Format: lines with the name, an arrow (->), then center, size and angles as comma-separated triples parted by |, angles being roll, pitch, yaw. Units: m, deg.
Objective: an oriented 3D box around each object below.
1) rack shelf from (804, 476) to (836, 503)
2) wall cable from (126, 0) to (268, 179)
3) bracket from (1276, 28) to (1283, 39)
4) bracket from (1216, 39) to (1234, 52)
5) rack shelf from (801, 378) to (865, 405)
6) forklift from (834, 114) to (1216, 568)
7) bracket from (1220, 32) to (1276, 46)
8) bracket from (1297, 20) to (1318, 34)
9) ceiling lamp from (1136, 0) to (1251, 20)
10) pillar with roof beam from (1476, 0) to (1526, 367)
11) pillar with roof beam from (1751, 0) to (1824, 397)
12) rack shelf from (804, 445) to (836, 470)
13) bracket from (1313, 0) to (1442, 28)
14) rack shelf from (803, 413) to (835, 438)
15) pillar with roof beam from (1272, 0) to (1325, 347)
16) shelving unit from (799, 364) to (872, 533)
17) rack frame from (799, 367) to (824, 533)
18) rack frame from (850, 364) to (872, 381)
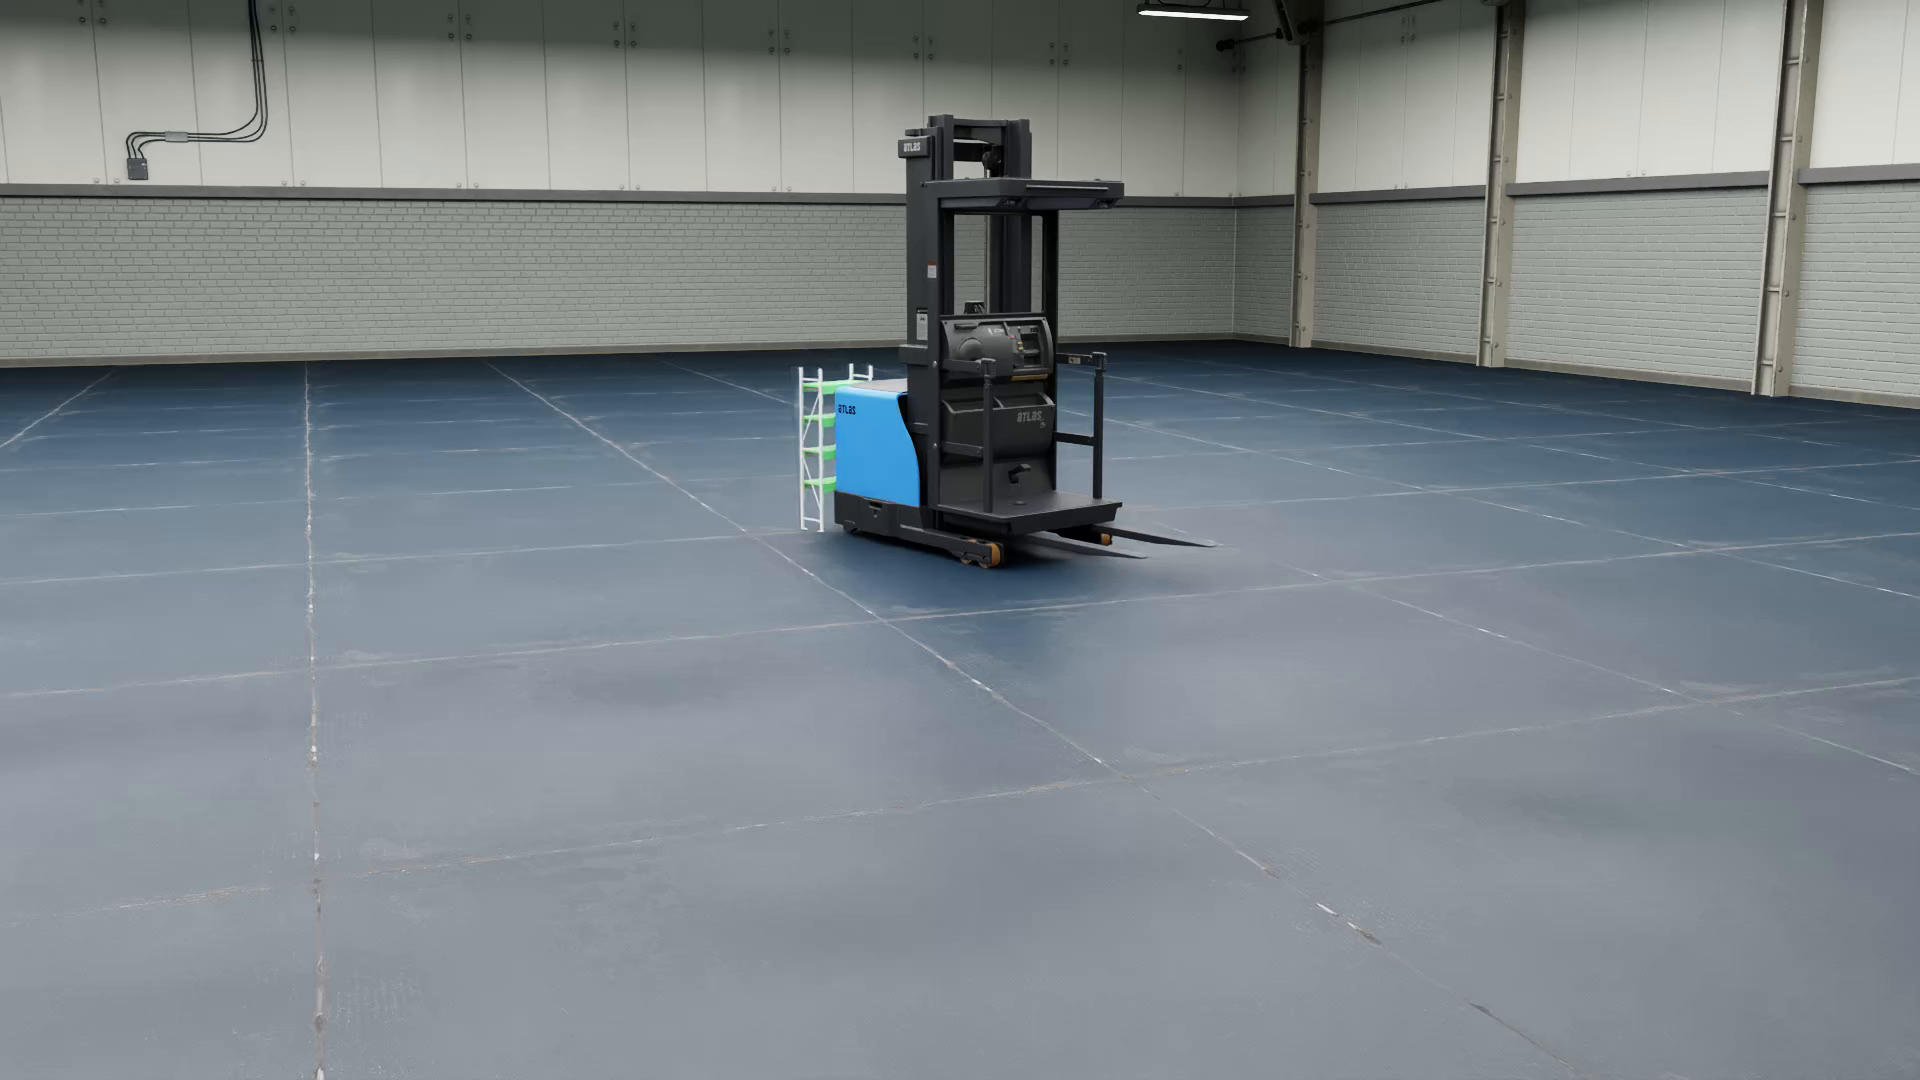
rack shelf -> -0.918, -0.390, 12.417 | 0.480, 0.148, 0.258 | -10, 14, -44
wall cable -> -13.294, -9.269, 28.621 | 2.305, 6.003, 0.169 | -4, 11, -21
bracket -> 6.565, -10.246, 33.549 | 0.235, 0.232, 0.430 | -4, 11, -21
bracket -> 5.706, -10.633, 35.723 | 0.235, 0.232, 0.430 | -4, 11, -21
rack shelf -> -0.914, -1.098, 12.287 | 0.480, 0.148, 0.258 | -10, 14, -44
forklift -> 0.397, -1.358, 11.185 | 1.130, 2.935, 3.031 | -8, 13, -39
bracket -> 5.920, -10.537, 35.181 | 0.076, 0.066, 3.189 | -4, 11, -21
bracket -> 6.866, -10.111, 32.787 | 0.235, 0.232, 0.430 | -4, 11, -21
ceiling lamp -> 3.823, -10.357, 27.783 | 2.000, 3.185, 0.800 | -4, 11, -21
pillar with roof beam -> 5.208, -7.176, 26.568 | 9.100, 9.000, 0.548 | -4, 11, -21
pillar with roof beam -> 7.382, -6.197, 21.062 | 9.100, 9.000, 0.400 | -4, 11, -21
rack shelf -> -0.916, -0.626, 12.374 | 0.480, 0.148, 0.258 | -10, 14, -44
bracket -> 7.799, -9.690, 30.423 | 0.076, 0.066, 4.783 | -4, 11, -21
rack shelf -> -0.915, -0.862, 12.331 | 0.480, 0.148, 0.258 | -10, 14, -44
pillar with roof beam -> 3.034, -8.156, 32.074 | 9.100, 9.000, 0.548 | -4, 11, -21
shelving unit -> -0.916, -0.689, 12.362 | 0.503, 1.200, 0.258 | -10, 14, -44
rack frame -> -1.089, -0.659, 12.193 | 0.015, 1.200, 0.240 | -10, 14, -44
rack frame -> -0.743, -0.719, 12.532 | 0.015, 1.200, 0.240 | -10, 14, -44
